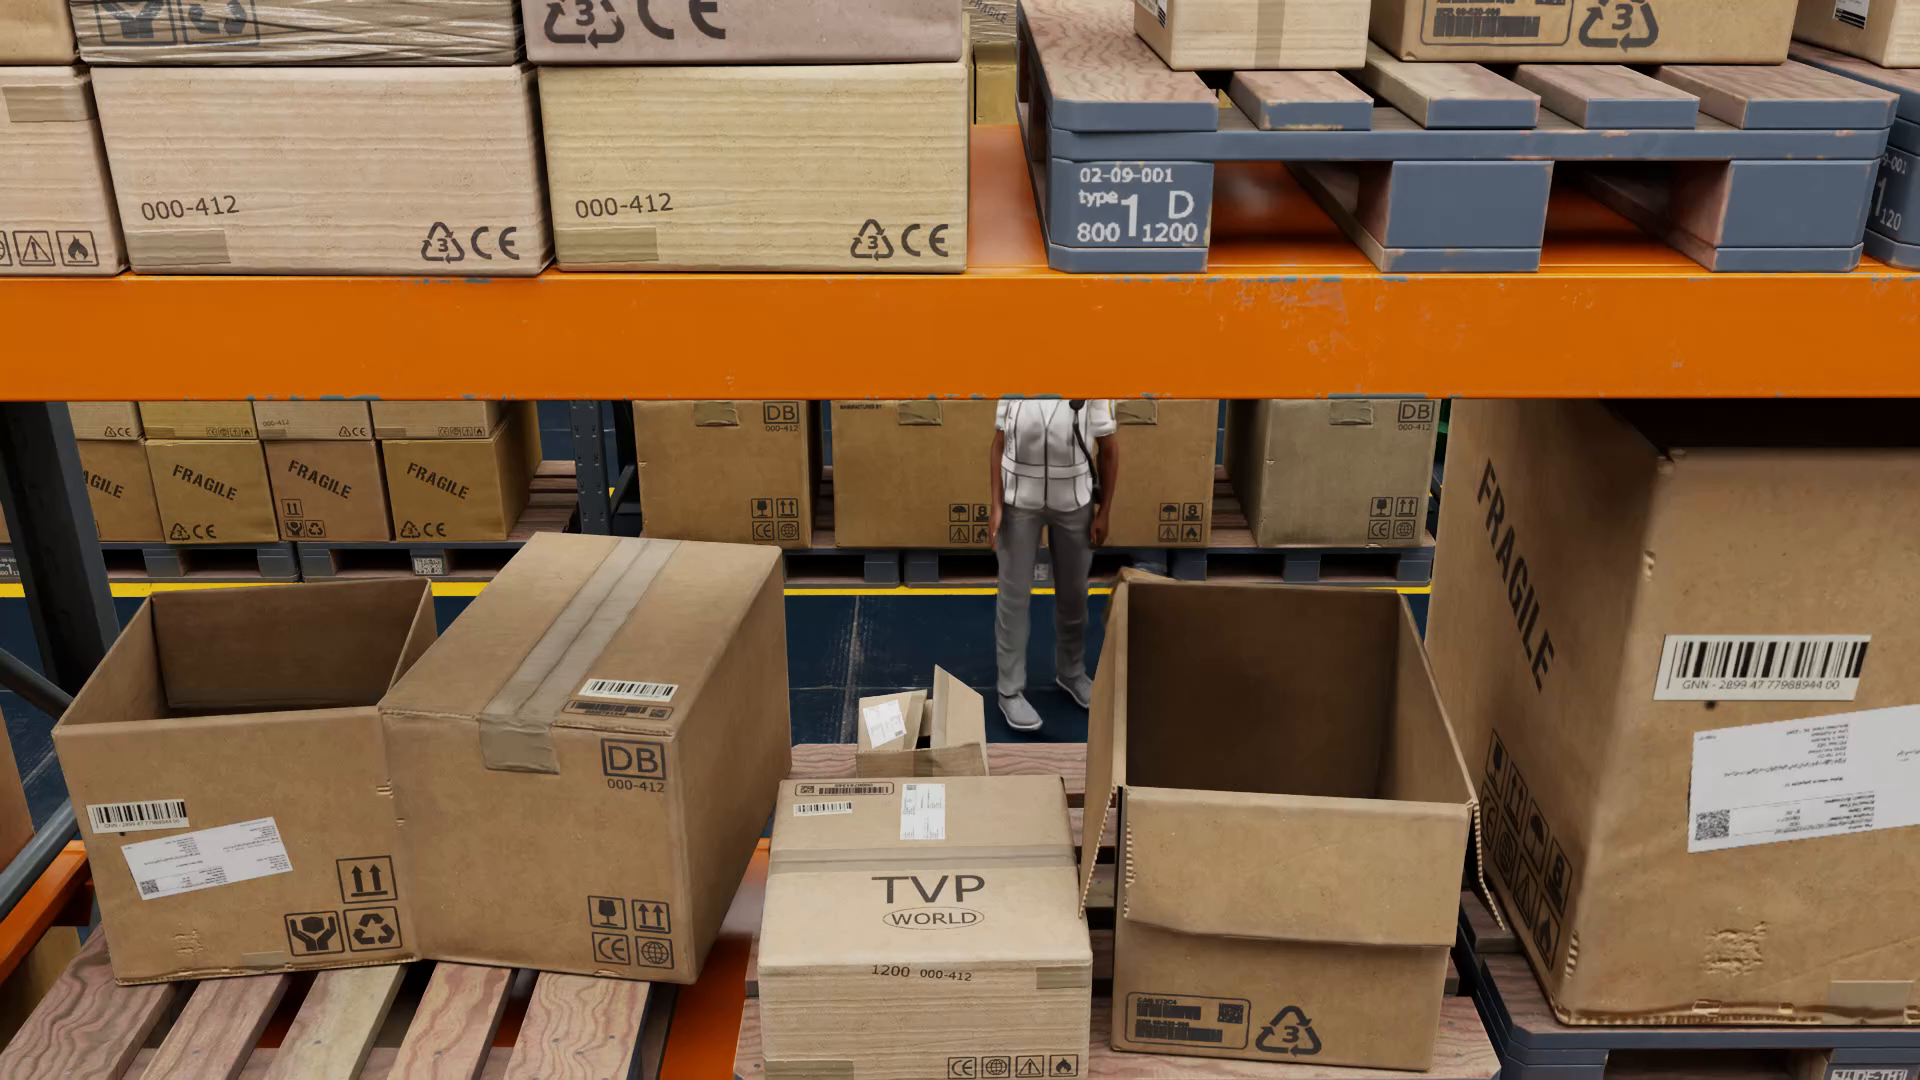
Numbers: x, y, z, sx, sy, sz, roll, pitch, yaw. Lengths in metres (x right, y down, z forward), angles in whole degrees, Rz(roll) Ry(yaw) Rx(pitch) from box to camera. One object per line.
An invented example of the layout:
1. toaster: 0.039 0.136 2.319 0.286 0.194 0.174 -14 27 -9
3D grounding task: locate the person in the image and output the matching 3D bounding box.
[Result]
1. person: 0.350 -0.096 6.239 0.487 1.690 0.499 1 24 3
